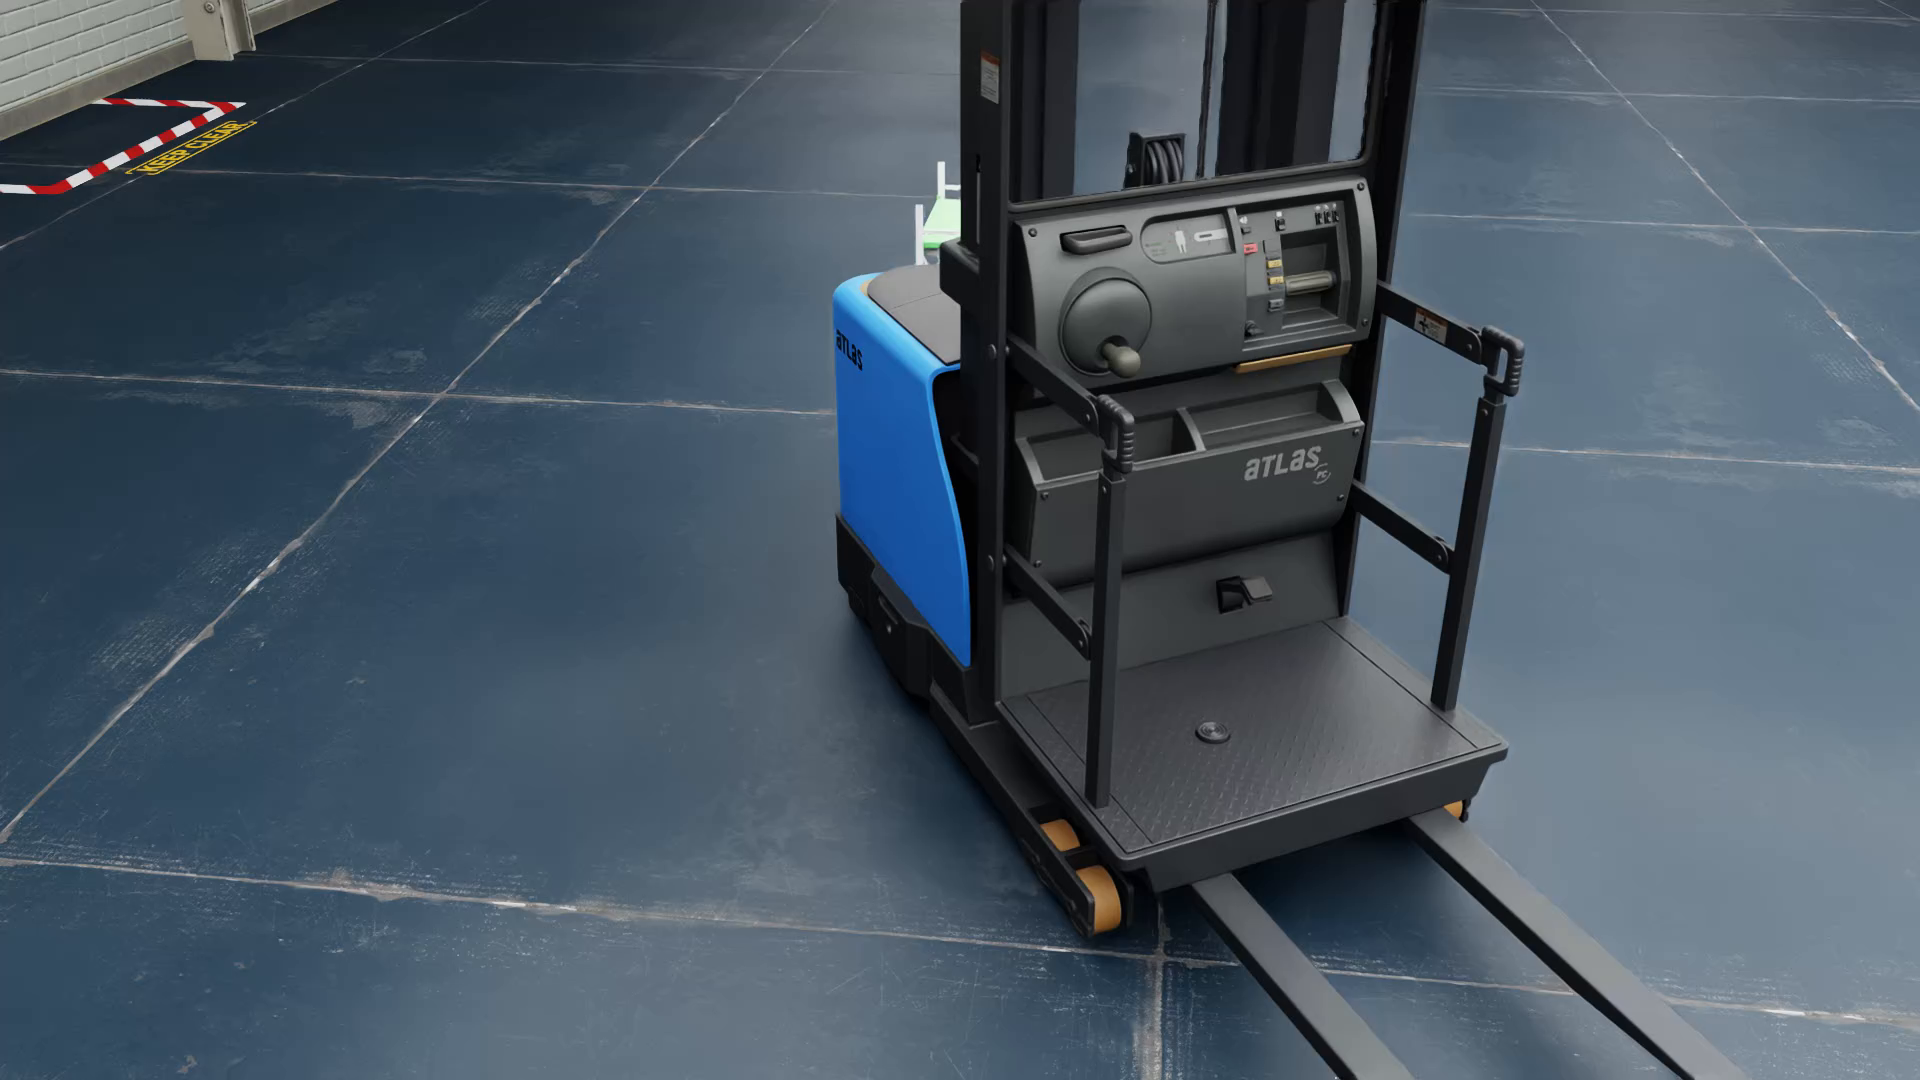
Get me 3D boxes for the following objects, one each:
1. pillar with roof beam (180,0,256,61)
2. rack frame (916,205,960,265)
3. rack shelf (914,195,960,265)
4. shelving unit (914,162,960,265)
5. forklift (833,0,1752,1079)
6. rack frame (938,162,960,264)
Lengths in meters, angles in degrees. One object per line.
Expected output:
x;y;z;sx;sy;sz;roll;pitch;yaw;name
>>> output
-1.284;-7.380;9.961;9.100;9.000;0.400;3;28;6;pillar with roof beam
-0.017;-0.498;5.409;0.240;1.200;0.015;4;29;7;rack frame
0.014;-0.979;5.425;0.258;0.148;0.480;4;29;7;rack shelf
0.014;-0.613;5.622;0.258;1.200;0.503;4;29;7;shelving unit
0.663;-0.575;3.727;1.130;2.935;3.031;-12;30;-21;forklift
0.046;-0.727;5.835;0.240;1.200;0.015;4;29;7;rack frame
